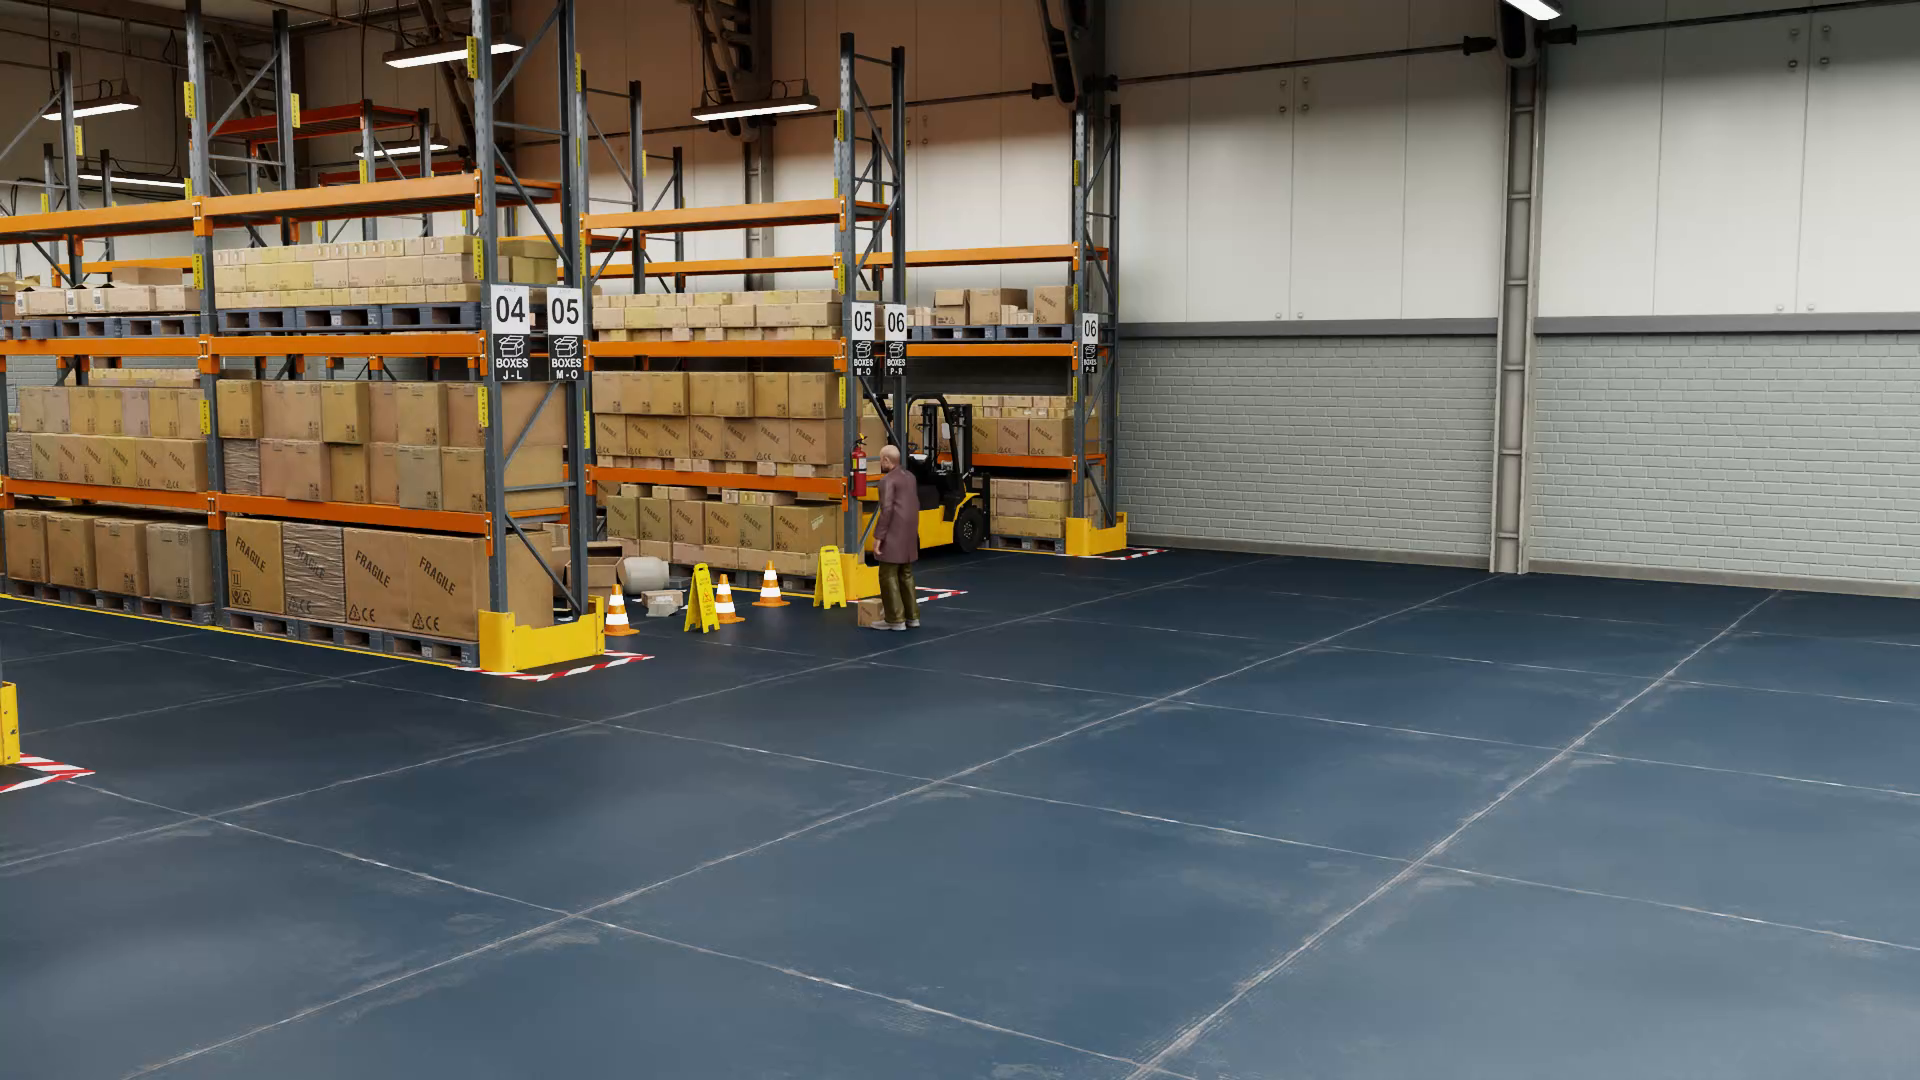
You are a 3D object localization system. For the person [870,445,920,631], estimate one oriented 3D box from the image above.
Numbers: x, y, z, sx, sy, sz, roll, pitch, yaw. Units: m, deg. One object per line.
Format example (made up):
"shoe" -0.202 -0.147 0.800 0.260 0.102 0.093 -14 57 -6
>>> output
"person" -0.618 -0.027 16.010 0.417 1.774 0.656 4 7 31
